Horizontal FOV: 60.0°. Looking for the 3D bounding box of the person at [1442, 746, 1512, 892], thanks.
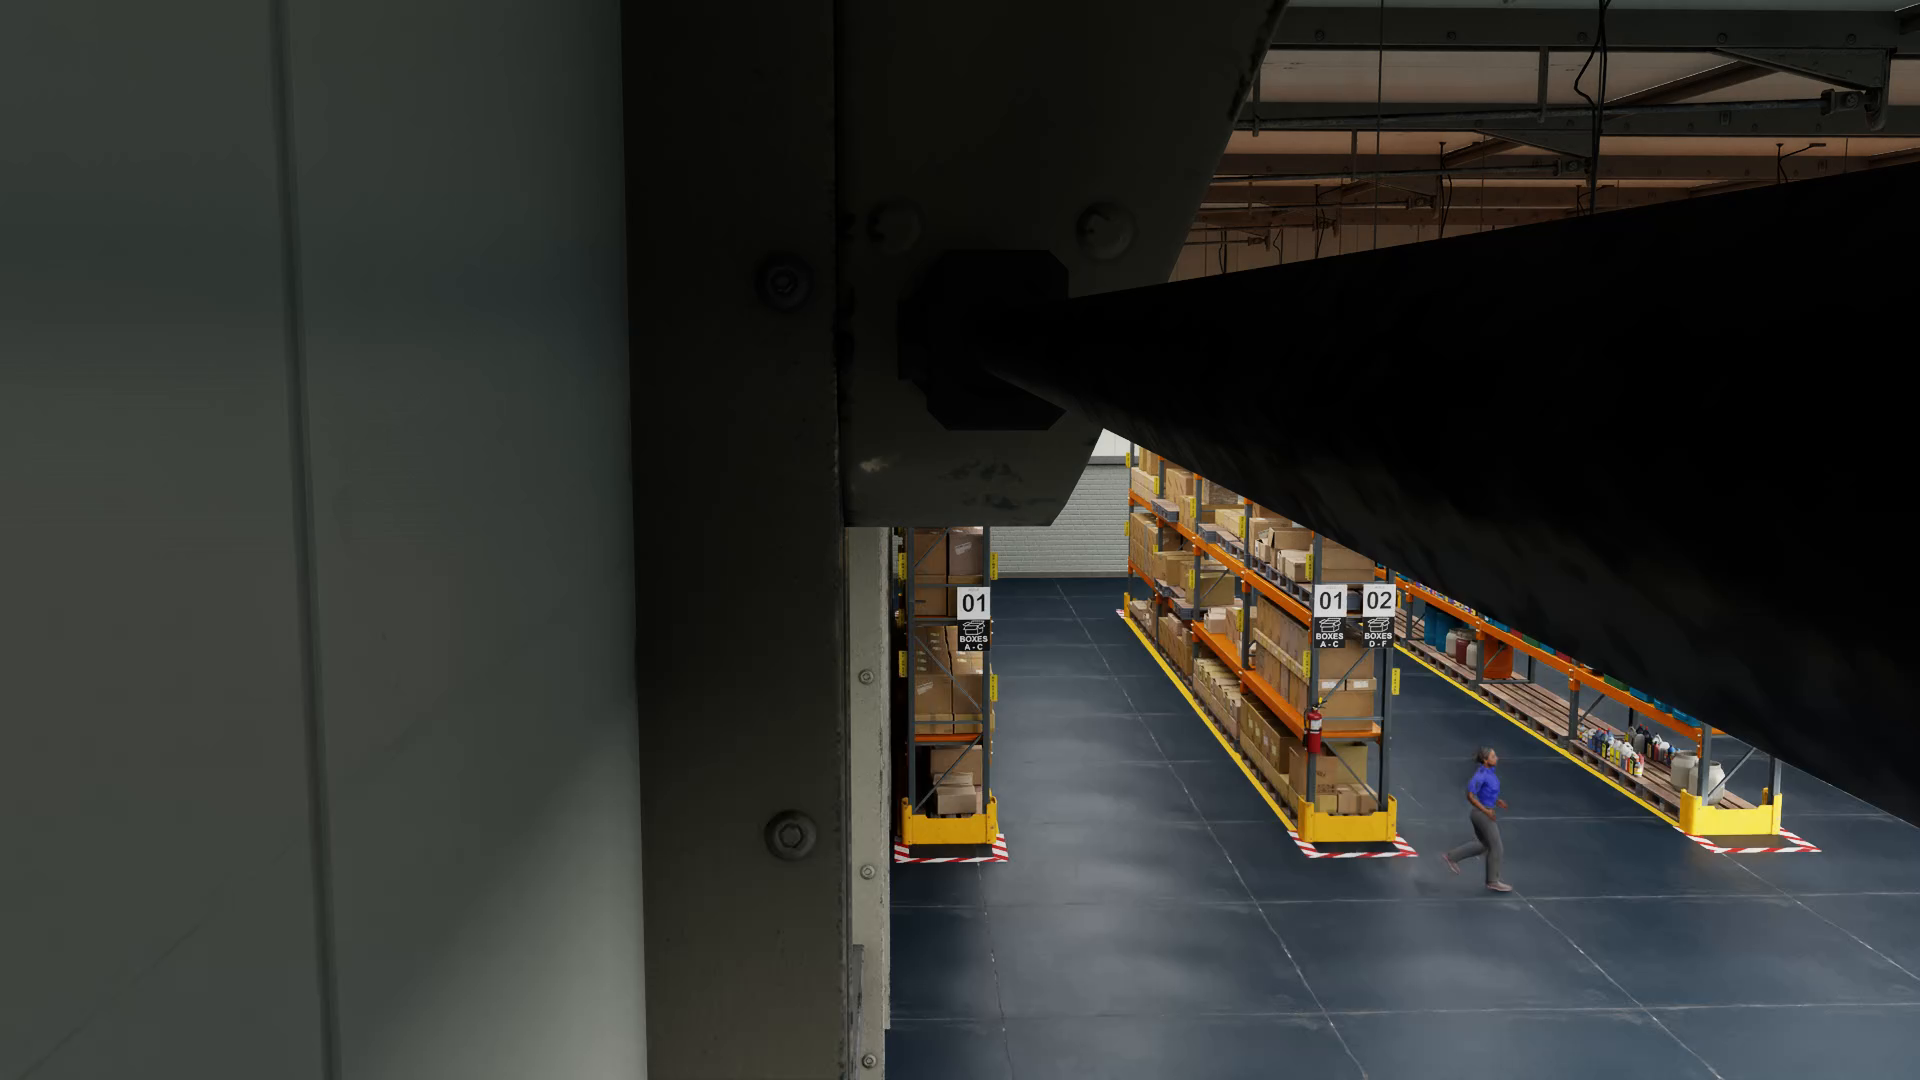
[{"bbox_3d":[5.854,3.123,18.764,0.780,1.638,0.595,3,8,23],"label":"person"}]
